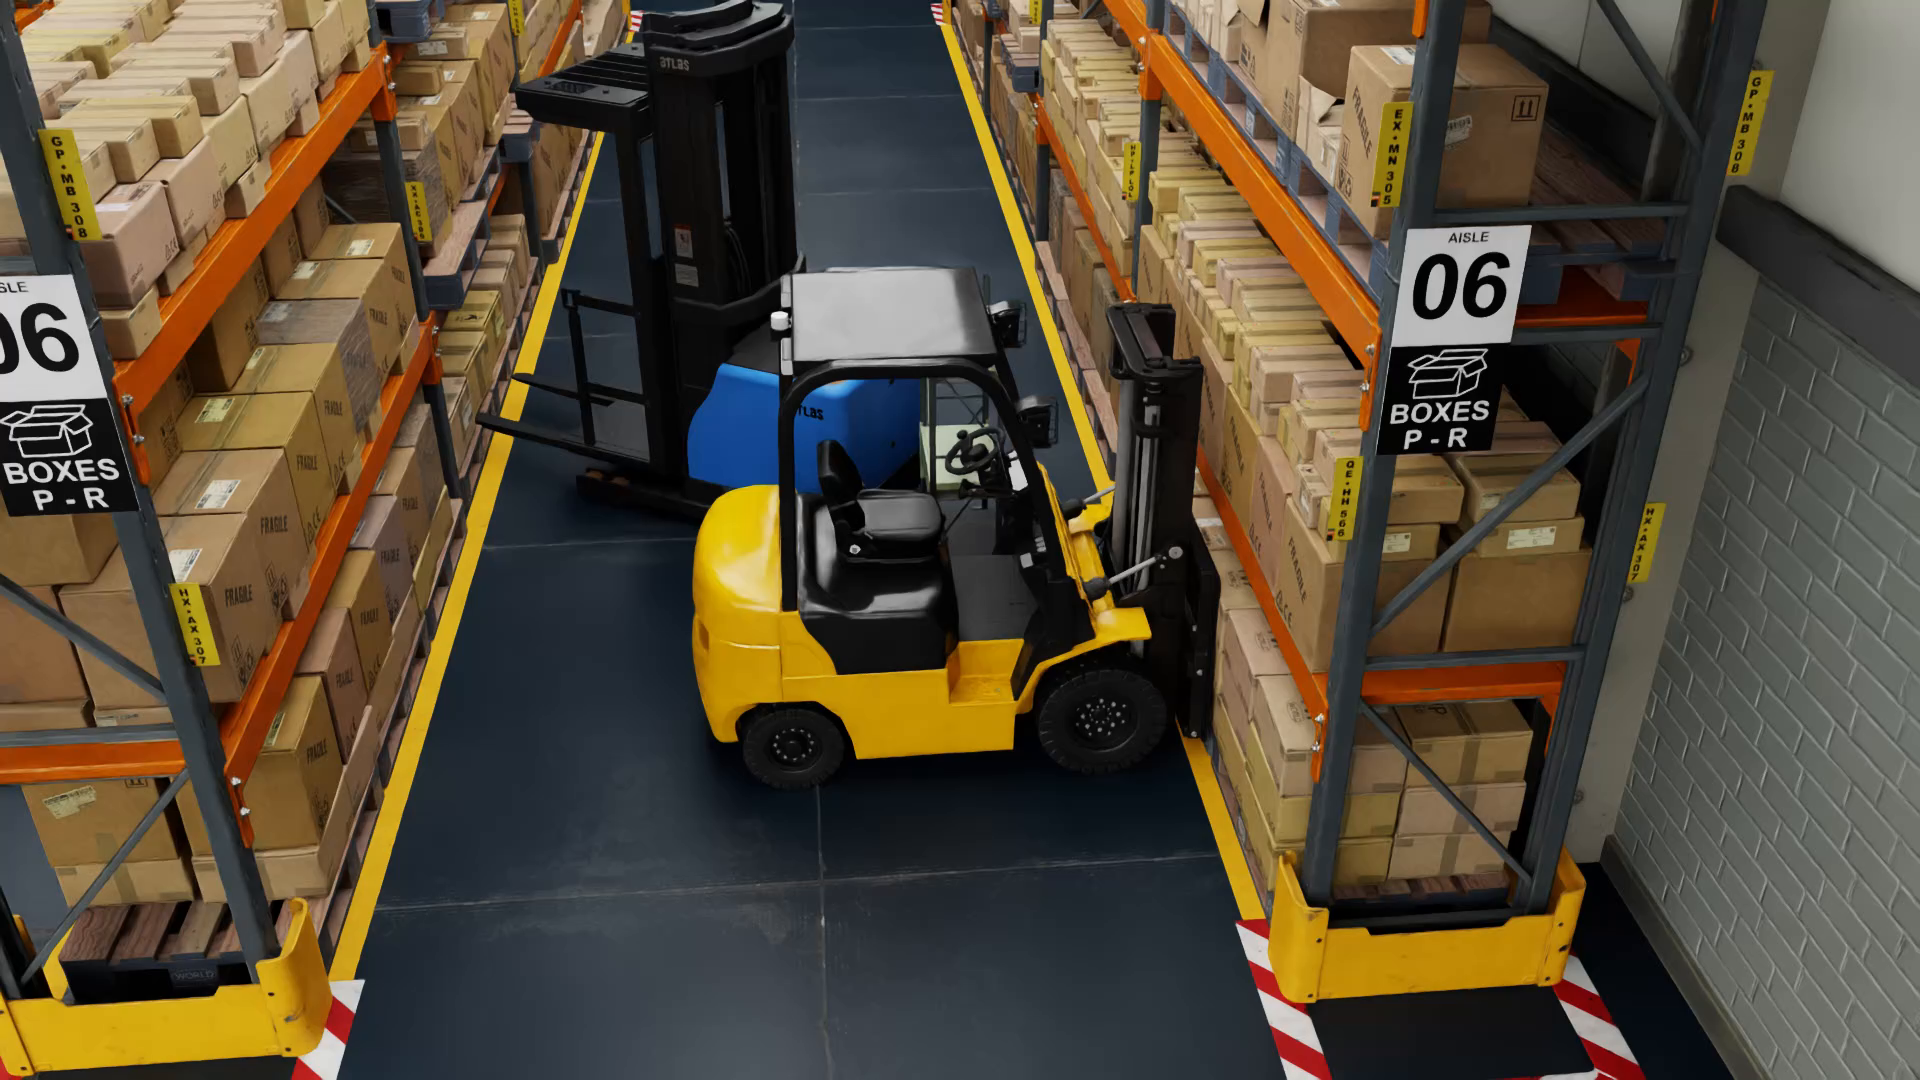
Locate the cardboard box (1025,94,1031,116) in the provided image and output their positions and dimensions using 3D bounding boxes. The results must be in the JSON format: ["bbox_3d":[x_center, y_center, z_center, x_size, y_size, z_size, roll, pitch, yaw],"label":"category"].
[{"bbox_3d":[0.777,-3.809,14.598,0.380,0.149,0.250,-3,31,-5],"label":"cardboard box"}]

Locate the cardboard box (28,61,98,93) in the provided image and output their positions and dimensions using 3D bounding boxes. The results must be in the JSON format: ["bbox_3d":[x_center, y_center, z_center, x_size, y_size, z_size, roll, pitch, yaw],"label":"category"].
[{"bbox_3d":[-3.418,-1.656,6.140,0.380,0.149,0.250,-4,31,-6],"label":"cardboard box"}]

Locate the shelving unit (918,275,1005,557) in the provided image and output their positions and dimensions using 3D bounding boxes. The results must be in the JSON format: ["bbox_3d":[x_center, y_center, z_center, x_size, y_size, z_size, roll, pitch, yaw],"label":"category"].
[{"bbox_3d":[0.001,-0.640,9.360,0.431,1.500,0.755,-3,31,-5],"label":"shelving unit"}]

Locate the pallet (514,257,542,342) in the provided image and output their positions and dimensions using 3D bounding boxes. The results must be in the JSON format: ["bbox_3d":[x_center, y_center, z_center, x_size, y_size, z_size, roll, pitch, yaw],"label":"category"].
[{"bbox_3d":[-3.754,-1.809,12.573,1.003,0.211,1.213,-3,31,-5],"label":"pallet"}]

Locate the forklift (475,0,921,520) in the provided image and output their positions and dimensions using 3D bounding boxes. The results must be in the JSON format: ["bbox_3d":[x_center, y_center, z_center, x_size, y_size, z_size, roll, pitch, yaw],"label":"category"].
[{"bbox_3d":[-1.773,-1.699,9.736,3.031,2.935,1.130,14,34,22],"label":"forklift"}]

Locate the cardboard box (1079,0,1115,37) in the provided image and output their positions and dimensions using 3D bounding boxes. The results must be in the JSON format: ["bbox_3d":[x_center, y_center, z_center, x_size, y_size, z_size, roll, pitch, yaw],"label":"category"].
[{"bbox_3d":[1.223,-4.138,13.246,0.500,0.500,0.500,-1,31,-2],"label":"cardboard box"}]

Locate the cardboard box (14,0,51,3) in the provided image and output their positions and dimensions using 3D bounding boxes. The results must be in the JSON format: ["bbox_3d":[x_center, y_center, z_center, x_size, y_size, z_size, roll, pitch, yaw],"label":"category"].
[{"bbox_3d":[-8.819,-5.211,15.794,0.380,0.149,0.250,-2,31,-3],"label":"cardboard box"}]

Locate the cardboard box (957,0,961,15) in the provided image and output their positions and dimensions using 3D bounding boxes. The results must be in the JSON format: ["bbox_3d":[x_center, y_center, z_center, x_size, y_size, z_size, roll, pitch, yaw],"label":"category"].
[{"bbox_3d":[0.331,-6.521,19.767,0.797,0.503,0.637,-4,31,-7],"label":"cardboard box"}]

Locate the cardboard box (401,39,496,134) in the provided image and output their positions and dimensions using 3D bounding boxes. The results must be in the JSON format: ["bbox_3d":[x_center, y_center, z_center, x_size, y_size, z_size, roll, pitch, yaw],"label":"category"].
[{"bbox_3d":[-3.399,-3.016,11.077,0.500,0.500,0.500,-5,31,-8],"label":"cardboard box"}]

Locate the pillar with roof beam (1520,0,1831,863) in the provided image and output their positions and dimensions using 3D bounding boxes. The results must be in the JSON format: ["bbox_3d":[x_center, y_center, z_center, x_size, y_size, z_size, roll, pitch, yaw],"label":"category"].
[{"bbox_3d":[-1.591,-2.328,4.873,9.100,9.000,0.400,-3,31,-5],"label":"pillar with roof beam"}]

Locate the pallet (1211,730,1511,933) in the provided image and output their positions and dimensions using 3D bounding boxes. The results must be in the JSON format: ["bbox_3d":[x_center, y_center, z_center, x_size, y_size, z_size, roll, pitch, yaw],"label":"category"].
[{"bbox_3d":[1.750,1.248,7.454,1.003,0.211,1.213,-3,31,-5],"label":"pallet"}]

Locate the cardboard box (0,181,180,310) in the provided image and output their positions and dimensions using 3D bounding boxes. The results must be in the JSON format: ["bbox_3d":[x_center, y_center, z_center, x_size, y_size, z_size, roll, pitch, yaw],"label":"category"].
[{"bbox_3d":[-2.860,-0.941,5.332,0.500,0.250,0.500,-3,31,-5],"label":"cardboard box"}]

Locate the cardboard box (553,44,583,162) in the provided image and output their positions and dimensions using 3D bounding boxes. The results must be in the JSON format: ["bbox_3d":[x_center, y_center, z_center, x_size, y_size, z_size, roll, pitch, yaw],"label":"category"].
[{"bbox_3d":[-3.970,-3.942,15.087,0.875,0.875,0.875,-2,31,-3],"label":"cardboard box"}]

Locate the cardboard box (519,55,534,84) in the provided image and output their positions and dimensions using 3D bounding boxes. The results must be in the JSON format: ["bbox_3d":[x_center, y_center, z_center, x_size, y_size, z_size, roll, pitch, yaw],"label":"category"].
[{"bbox_3d":[-3.621,-3.603,13.002,0.500,0.250,0.500,-3,31,-5],"label":"cardboard box"}]

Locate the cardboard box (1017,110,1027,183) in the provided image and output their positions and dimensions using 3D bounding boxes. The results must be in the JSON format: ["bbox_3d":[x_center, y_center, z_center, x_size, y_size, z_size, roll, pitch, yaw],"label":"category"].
[{"bbox_3d":[0.774,-3.481,14.680,0.500,0.500,0.500,-1,31,-2],"label":"cardboard box"}]

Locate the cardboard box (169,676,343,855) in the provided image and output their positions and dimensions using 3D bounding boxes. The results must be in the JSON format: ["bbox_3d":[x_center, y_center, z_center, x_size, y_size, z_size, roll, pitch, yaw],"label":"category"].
[{"bbox_3d":[-2.881,0.920,6.825,0.500,0.500,0.500,-4,31,-6],"label":"cardboard box"}]

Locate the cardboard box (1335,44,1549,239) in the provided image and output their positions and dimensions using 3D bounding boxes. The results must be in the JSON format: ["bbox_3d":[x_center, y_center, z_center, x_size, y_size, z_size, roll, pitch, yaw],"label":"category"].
[{"bbox_3d":[1.579,-1.329,5.519,0.500,0.500,0.500,-2,31,-3],"label":"cardboard box"}]

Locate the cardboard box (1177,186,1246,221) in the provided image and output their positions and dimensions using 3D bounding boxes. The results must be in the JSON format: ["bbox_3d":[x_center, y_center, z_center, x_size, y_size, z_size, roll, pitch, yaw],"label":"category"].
[{"bbox_3d":[1.356,-1.746,8.728,0.380,0.149,0.250,-2,31,-4],"label":"cardboard box"}]

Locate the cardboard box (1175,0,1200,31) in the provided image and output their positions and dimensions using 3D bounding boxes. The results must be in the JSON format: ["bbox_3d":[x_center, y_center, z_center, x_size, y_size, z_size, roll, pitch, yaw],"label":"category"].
[{"bbox_3d":[1.325,-2.639,7.898,0.500,0.311,0.500,-2,31,-4],"label":"cardboard box"}]

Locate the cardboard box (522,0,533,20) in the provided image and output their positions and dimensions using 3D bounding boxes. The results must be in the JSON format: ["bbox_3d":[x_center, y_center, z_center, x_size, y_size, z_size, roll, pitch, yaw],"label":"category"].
[{"bbox_3d":[-3.684,-4.394,13.108,0.500,0.500,0.500,-3,31,-4],"label":"cardboard box"}]

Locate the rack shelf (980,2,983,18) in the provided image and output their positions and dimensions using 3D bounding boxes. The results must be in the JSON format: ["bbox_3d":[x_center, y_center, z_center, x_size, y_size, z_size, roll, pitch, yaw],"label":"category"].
[{"bbox_3d":[0.555,-6.399,18.240,1.077,0.370,4.000,-3,31,-5],"label":"rack shelf"}]

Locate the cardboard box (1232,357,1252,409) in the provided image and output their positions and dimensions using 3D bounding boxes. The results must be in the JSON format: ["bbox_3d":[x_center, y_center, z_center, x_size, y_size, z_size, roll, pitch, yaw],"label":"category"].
[{"bbox_3d":[1.408,-0.699,7.265,0.380,0.149,0.250,-3,31,-4],"label":"cardboard box"}]

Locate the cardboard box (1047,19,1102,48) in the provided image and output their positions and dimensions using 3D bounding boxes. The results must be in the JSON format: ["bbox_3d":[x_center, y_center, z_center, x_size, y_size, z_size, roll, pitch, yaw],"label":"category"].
[{"bbox_3d":[0.852,-3.789,12.439,0.380,0.149,0.250,-2,31,-3],"label":"cardboard box"}]

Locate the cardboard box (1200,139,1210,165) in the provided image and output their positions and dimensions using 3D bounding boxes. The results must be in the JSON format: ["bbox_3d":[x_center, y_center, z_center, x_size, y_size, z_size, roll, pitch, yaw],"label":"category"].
[{"bbox_3d":[1.675,-2.381,10.081,0.380,0.149,0.250,-3,31,-5],"label":"cardboard box"}]

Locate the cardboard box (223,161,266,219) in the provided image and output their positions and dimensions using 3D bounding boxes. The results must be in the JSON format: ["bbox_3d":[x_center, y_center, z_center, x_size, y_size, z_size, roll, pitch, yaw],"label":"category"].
[{"bbox_3d":[-2.911,-1.345,6.396,0.380,0.149,0.250,-2,31,-4],"label":"cardboard box"}]

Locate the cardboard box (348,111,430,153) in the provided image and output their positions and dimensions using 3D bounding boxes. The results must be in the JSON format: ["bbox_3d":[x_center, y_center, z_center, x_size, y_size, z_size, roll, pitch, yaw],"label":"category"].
[{"bbox_3d":[-3.144,-2.249,9.161,0.380,0.149,0.250,-3,31,-5],"label":"cardboard box"}]

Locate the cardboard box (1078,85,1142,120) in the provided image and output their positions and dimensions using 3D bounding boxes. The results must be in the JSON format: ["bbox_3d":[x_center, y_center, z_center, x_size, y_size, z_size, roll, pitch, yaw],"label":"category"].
[{"bbox_3d":[0.986,-2.870,10.900,0.380,0.149,0.250,-4,31,-6],"label":"cardboard box"}]

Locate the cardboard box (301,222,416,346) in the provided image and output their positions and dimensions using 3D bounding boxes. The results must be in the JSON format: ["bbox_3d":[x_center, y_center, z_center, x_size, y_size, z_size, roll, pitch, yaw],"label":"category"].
[{"bbox_3d":[-3.163,-1.319,8.645,0.500,0.500,0.500,-4,31,-6],"label":"cardboard box"}]

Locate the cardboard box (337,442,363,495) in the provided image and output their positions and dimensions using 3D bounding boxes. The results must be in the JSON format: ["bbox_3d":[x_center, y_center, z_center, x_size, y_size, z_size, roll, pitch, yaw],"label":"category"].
[{"bbox_3d":[-2.966,-0.325,7.614,0.380,0.149,0.250,-2,31,-4],"label":"cardboard box"}]

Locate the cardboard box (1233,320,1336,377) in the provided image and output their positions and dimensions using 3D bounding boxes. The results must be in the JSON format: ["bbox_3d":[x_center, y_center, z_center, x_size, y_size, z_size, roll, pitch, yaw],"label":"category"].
[{"bbox_3d":[1.401,-0.829,7.193,0.380,0.149,0.250,-2,31,-4],"label":"cardboard box"}]

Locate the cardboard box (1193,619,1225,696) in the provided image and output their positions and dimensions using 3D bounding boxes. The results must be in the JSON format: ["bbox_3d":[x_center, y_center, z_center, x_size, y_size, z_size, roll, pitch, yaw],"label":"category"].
[{"bbox_3d":[1.401,0.472,7.818,0.500,0.250,0.500,-3,31,-6],"label":"cardboard box"}]

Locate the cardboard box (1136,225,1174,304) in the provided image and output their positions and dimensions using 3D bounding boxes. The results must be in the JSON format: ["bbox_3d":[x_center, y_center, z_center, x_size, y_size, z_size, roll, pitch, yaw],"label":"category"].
[{"bbox_3d":[1.271,-1.406,9.082,0.500,0.500,0.500,-4,31,-6],"label":"cardboard box"}]

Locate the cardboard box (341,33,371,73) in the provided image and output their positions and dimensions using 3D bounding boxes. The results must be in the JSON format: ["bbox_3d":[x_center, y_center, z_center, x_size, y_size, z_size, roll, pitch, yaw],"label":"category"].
[{"bbox_3d":[-3.118,-2.396,8.156,0.380,0.149,0.250,-3,31,-4],"label":"cardboard box"}]

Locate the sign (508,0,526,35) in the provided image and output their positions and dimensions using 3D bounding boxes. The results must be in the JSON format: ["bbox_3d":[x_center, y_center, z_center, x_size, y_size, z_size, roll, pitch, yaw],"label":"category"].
[{"bbox_3d":[-3.286,-3.899,12.301,0.100,0.325,0.005,-3,31,-5],"label":"sign"}]

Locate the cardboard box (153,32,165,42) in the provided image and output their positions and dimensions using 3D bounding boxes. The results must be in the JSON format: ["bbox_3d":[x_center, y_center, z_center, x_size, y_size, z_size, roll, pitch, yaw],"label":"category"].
[{"bbox_3d":[-3.592,-1.957,7.032,0.500,0.250,0.500,-2,31,-4],"label":"cardboard box"}]

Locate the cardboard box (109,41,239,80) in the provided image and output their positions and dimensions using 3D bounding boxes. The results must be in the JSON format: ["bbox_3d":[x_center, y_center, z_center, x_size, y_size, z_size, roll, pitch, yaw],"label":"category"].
[{"bbox_3d":[-3.019,-1.813,6.402,0.380,0.149,0.250,-2,31,-4],"label":"cardboard box"}]

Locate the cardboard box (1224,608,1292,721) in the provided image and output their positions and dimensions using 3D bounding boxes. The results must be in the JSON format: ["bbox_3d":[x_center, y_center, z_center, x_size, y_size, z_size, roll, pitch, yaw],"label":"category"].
[{"bbox_3d":[1.456,0.530,7.234,0.500,0.250,0.500,-2,31,-4],"label":"cardboard box"}]

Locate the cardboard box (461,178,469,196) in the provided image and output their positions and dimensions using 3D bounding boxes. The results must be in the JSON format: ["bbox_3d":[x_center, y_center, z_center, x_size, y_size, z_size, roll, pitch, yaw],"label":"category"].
[{"bbox_3d":[-3.310,-2.261,10.446,0.380,0.149,0.250,-3,31,-4],"label":"cardboard box"}]

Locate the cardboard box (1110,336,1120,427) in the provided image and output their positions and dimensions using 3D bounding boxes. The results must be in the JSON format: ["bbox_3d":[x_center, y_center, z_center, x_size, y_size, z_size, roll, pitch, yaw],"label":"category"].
[{"bbox_3d":[1.430,-1.029,10.454,0.875,0.625,0.625,-1,31,-2],"label":"cardboard box"}]

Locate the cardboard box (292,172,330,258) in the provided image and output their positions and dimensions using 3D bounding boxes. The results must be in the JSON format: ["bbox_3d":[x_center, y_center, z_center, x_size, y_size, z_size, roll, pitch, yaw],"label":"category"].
[{"bbox_3d":[-3.627,-1.728,8.355,0.700,0.500,0.500,-3,31,-5],"label":"cardboard box"}]

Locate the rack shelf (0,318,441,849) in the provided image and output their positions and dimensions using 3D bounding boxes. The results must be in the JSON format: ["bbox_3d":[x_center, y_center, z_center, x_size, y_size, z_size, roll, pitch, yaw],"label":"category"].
[{"bbox_3d":[-3.265,-0.033,7.581,1.077,0.370,4.000,-3,31,-5],"label":"rack shelf"}]

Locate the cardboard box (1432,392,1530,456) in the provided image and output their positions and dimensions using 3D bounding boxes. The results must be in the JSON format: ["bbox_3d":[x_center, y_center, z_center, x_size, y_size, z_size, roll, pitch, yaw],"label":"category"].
[{"bbox_3d":[2.015,-0.461,6.576,0.380,0.149,0.250,-2,31,-4],"label":"cardboard box"}]

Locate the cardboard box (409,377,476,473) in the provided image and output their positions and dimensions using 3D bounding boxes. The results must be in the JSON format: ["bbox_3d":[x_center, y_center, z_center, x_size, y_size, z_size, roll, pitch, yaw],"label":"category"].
[{"bbox_3d":[-3.503,-0.683,10.121,0.950,0.372,0.625,-2,31,-4],"label":"cardboard box"}]

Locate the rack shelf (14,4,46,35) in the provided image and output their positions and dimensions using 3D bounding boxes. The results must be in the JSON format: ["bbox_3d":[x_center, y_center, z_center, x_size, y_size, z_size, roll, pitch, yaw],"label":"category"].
[{"bbox_3d":[-8.932,-3.829,13.936,1.077,0.370,4.000,-3,31,-5],"label":"rack shelf"}]

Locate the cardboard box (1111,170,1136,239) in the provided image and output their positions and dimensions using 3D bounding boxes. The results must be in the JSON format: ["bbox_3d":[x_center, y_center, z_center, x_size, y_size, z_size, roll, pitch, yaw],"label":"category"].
[{"bbox_3d":[1.189,-1.991,9.817,0.500,0.250,0.500,-3,31,-6],"label":"cardboard box"}]

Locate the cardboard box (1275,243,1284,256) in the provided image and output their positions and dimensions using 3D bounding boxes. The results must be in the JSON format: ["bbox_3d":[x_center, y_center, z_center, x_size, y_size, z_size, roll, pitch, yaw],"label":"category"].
[{"bbox_3d":[1.850,-1.511,8.624,0.380,0.149,0.250,-2,31,-3],"label":"cardboard box"}]

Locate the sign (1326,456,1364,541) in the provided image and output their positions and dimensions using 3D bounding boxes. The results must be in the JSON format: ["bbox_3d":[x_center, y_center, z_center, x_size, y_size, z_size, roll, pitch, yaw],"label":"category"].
[{"bbox_3d":[1.322,-0.140,5.700,0.100,0.325,0.005,-3,31,-5],"label":"sign"}]

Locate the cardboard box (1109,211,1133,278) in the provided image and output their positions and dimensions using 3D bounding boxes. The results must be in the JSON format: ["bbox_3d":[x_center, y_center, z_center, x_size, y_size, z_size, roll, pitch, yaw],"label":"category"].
[{"bbox_3d":[1.182,-1.783,9.956,0.500,0.250,0.500,-2,31,-3],"label":"cardboard box"}]

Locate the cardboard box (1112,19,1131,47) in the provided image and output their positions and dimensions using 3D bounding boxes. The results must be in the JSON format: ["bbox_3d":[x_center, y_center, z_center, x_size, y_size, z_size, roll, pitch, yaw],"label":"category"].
[{"bbox_3d":[1.348,-3.810,12.473,0.380,0.149,0.250,-2,31,-3],"label":"cardboard box"}]

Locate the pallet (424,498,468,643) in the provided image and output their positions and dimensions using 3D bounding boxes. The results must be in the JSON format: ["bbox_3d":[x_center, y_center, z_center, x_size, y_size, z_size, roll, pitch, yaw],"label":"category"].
[{"bbox_3d":[-3.354,0.175,9.250,1.003,0.211,1.213,-3,31,-5],"label":"pallet"}]

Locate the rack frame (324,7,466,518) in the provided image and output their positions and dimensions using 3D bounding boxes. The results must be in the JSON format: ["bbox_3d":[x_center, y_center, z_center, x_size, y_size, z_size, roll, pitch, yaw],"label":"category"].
[{"bbox_3d":[-3.452,-1.363,9.107,1.000,3.000,0.127,-3,31,-5],"label":"rack frame"}]

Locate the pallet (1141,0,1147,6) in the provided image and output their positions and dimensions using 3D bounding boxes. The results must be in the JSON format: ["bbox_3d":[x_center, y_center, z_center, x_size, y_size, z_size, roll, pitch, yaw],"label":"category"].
[{"bbox_3d":[1.394,-3.258,9.541,0.805,0.209,1.217,-4,31,-7],"label":"pallet"}]

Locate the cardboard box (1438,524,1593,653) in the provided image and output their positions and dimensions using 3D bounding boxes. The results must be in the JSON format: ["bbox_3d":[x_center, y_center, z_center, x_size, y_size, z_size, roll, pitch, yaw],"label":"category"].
[{"bbox_3d":[2.094,0.130,6.509,0.500,0.500,0.500,-2,31,-3],"label":"cardboard box"}]

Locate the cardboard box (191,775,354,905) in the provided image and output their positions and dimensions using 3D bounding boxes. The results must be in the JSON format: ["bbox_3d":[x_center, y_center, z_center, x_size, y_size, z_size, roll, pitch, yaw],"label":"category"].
[{"bbox_3d":[-2.878,1.254,6.997,0.500,0.250,0.500,-3,31,-5],"label":"cardboard box"}]

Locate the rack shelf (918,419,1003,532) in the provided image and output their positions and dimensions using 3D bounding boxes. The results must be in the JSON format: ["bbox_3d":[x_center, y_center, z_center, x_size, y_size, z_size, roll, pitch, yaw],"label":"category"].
[{"bbox_3d":[0.001,-0.361,9.527,0.431,0.370,0.720,-3,31,-5],"label":"rack shelf"}]
